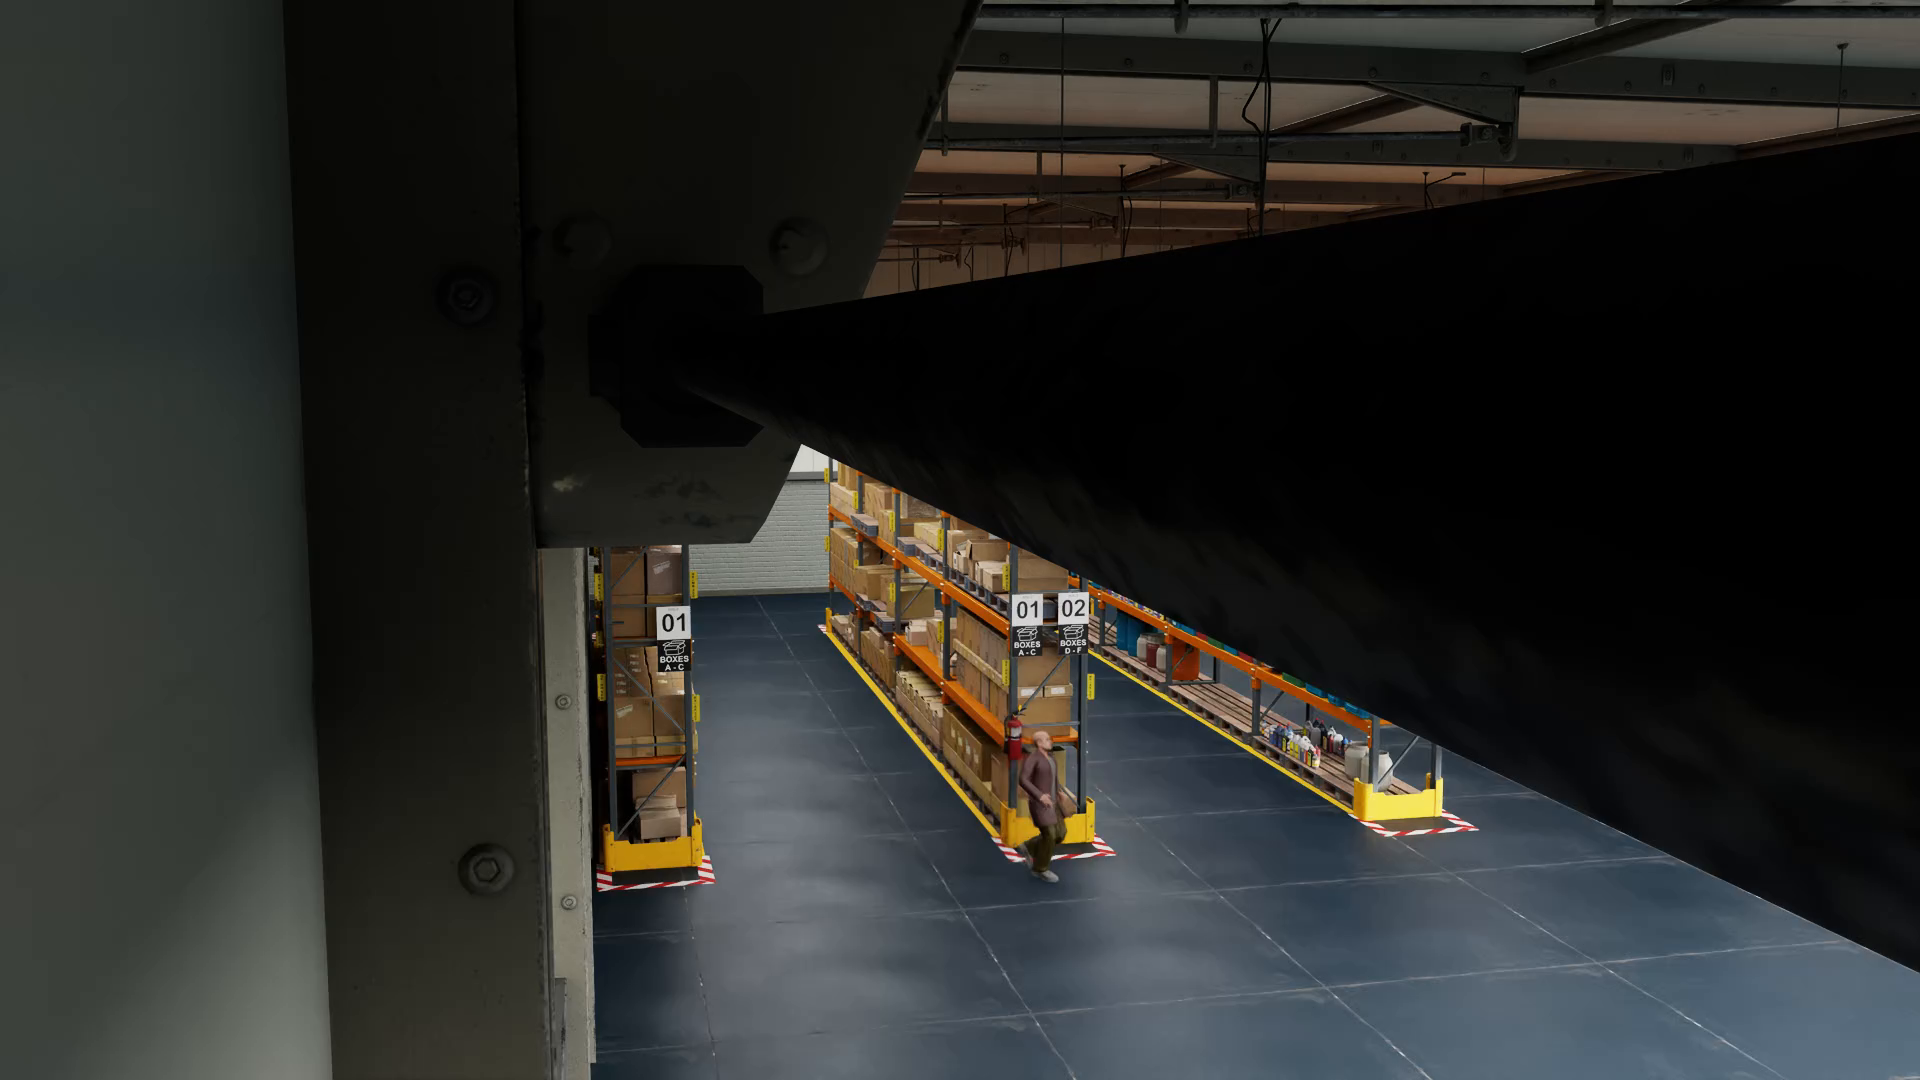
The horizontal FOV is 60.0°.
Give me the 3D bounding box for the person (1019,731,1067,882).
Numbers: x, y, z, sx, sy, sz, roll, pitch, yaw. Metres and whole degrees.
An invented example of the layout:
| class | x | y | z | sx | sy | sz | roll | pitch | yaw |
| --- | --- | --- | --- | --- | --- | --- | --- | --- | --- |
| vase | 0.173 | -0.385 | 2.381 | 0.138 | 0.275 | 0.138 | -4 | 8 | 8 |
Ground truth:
| class | x | y | z | sx | sy | sz | roll | pitch | yaw |
| --- | --- | --- | --- | --- | --- | --- | --- | --- | --- |
| person | 0.981 | 3.143 | 19.757 | 0.574 | 1.749 | 0.749 | 4 | 8 | 31 |
